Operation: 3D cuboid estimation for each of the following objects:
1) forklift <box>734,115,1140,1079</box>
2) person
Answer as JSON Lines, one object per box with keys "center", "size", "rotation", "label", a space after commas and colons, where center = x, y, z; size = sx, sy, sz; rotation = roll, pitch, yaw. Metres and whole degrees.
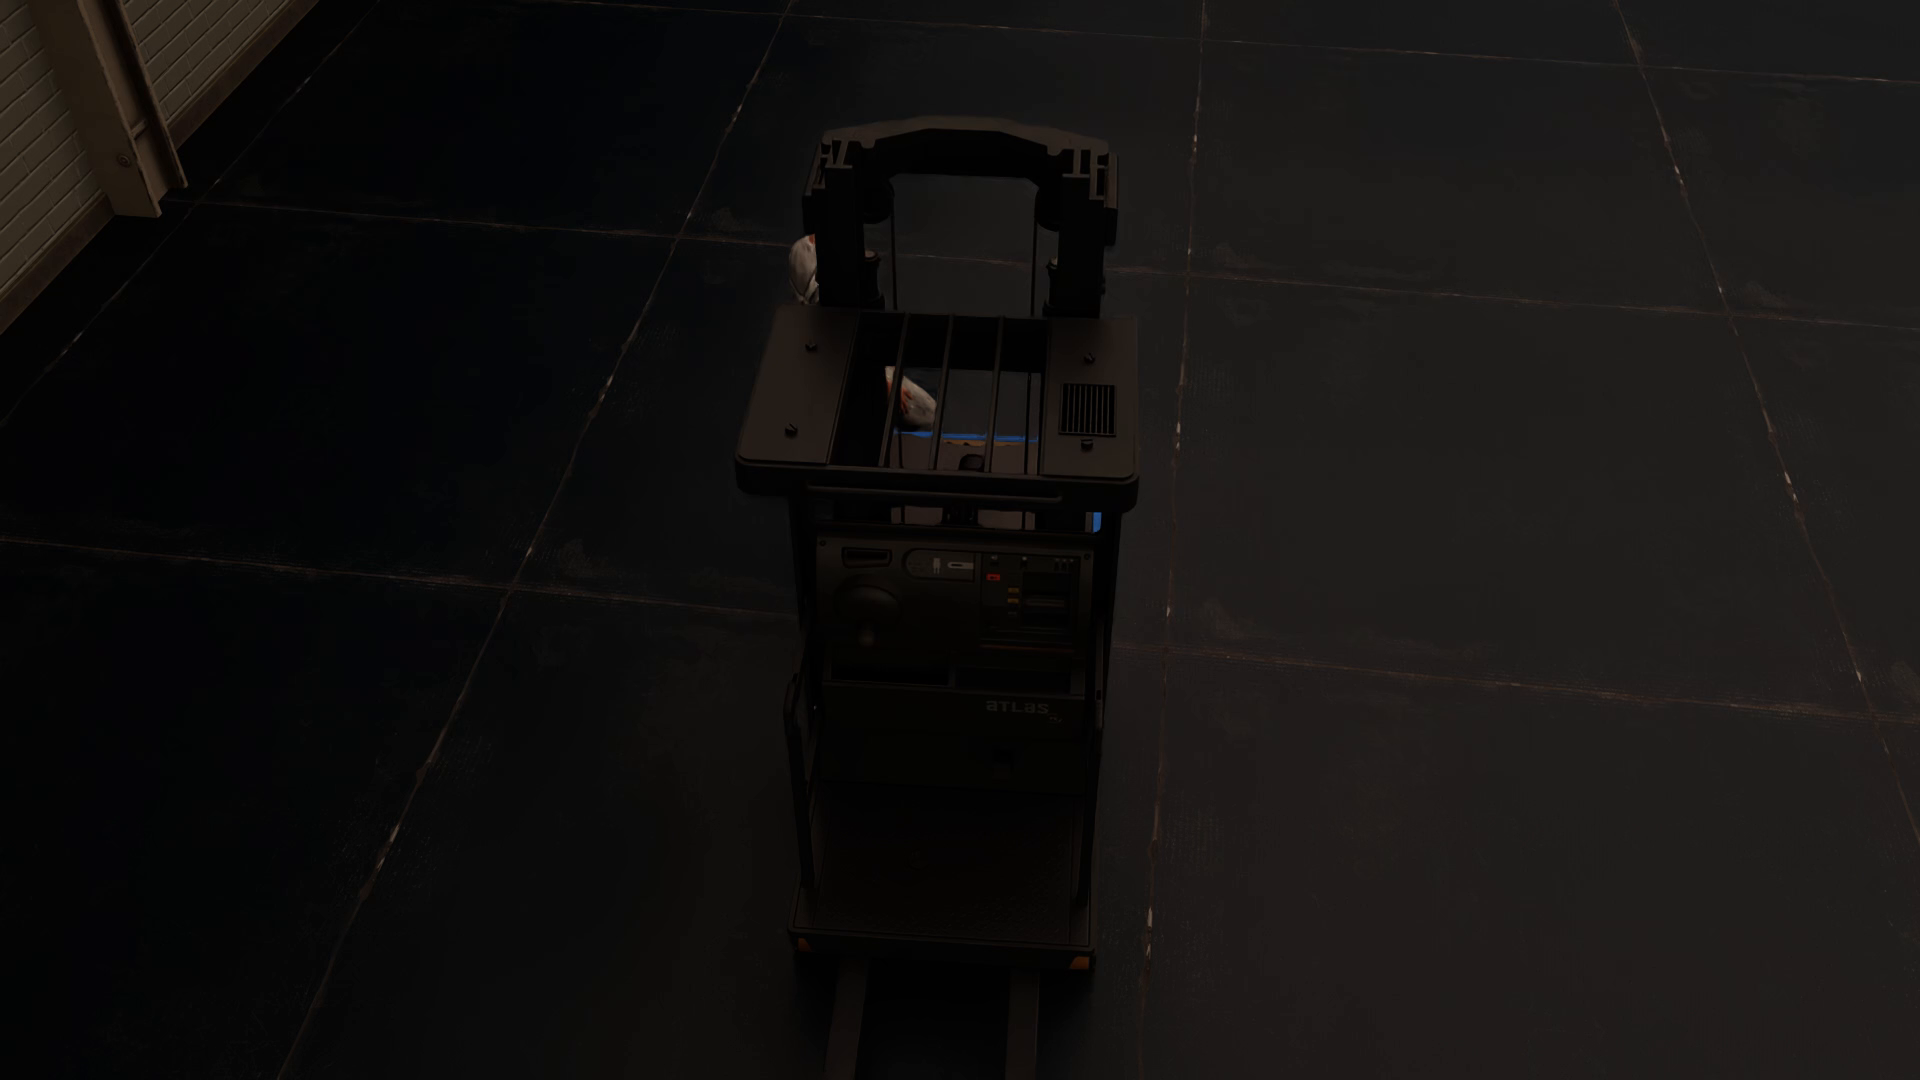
{"center": [-0.034, 0.270, 5.430], "size": [1.130, 2.935, 3.031], "rotation": [3, 43, 3], "label": "forklift"}
{"center": [-0.538, -0.904, 7.721], "size": [0.727, 1.627, 0.972], "rotation": [-15, 45, -16], "label": "person"}
